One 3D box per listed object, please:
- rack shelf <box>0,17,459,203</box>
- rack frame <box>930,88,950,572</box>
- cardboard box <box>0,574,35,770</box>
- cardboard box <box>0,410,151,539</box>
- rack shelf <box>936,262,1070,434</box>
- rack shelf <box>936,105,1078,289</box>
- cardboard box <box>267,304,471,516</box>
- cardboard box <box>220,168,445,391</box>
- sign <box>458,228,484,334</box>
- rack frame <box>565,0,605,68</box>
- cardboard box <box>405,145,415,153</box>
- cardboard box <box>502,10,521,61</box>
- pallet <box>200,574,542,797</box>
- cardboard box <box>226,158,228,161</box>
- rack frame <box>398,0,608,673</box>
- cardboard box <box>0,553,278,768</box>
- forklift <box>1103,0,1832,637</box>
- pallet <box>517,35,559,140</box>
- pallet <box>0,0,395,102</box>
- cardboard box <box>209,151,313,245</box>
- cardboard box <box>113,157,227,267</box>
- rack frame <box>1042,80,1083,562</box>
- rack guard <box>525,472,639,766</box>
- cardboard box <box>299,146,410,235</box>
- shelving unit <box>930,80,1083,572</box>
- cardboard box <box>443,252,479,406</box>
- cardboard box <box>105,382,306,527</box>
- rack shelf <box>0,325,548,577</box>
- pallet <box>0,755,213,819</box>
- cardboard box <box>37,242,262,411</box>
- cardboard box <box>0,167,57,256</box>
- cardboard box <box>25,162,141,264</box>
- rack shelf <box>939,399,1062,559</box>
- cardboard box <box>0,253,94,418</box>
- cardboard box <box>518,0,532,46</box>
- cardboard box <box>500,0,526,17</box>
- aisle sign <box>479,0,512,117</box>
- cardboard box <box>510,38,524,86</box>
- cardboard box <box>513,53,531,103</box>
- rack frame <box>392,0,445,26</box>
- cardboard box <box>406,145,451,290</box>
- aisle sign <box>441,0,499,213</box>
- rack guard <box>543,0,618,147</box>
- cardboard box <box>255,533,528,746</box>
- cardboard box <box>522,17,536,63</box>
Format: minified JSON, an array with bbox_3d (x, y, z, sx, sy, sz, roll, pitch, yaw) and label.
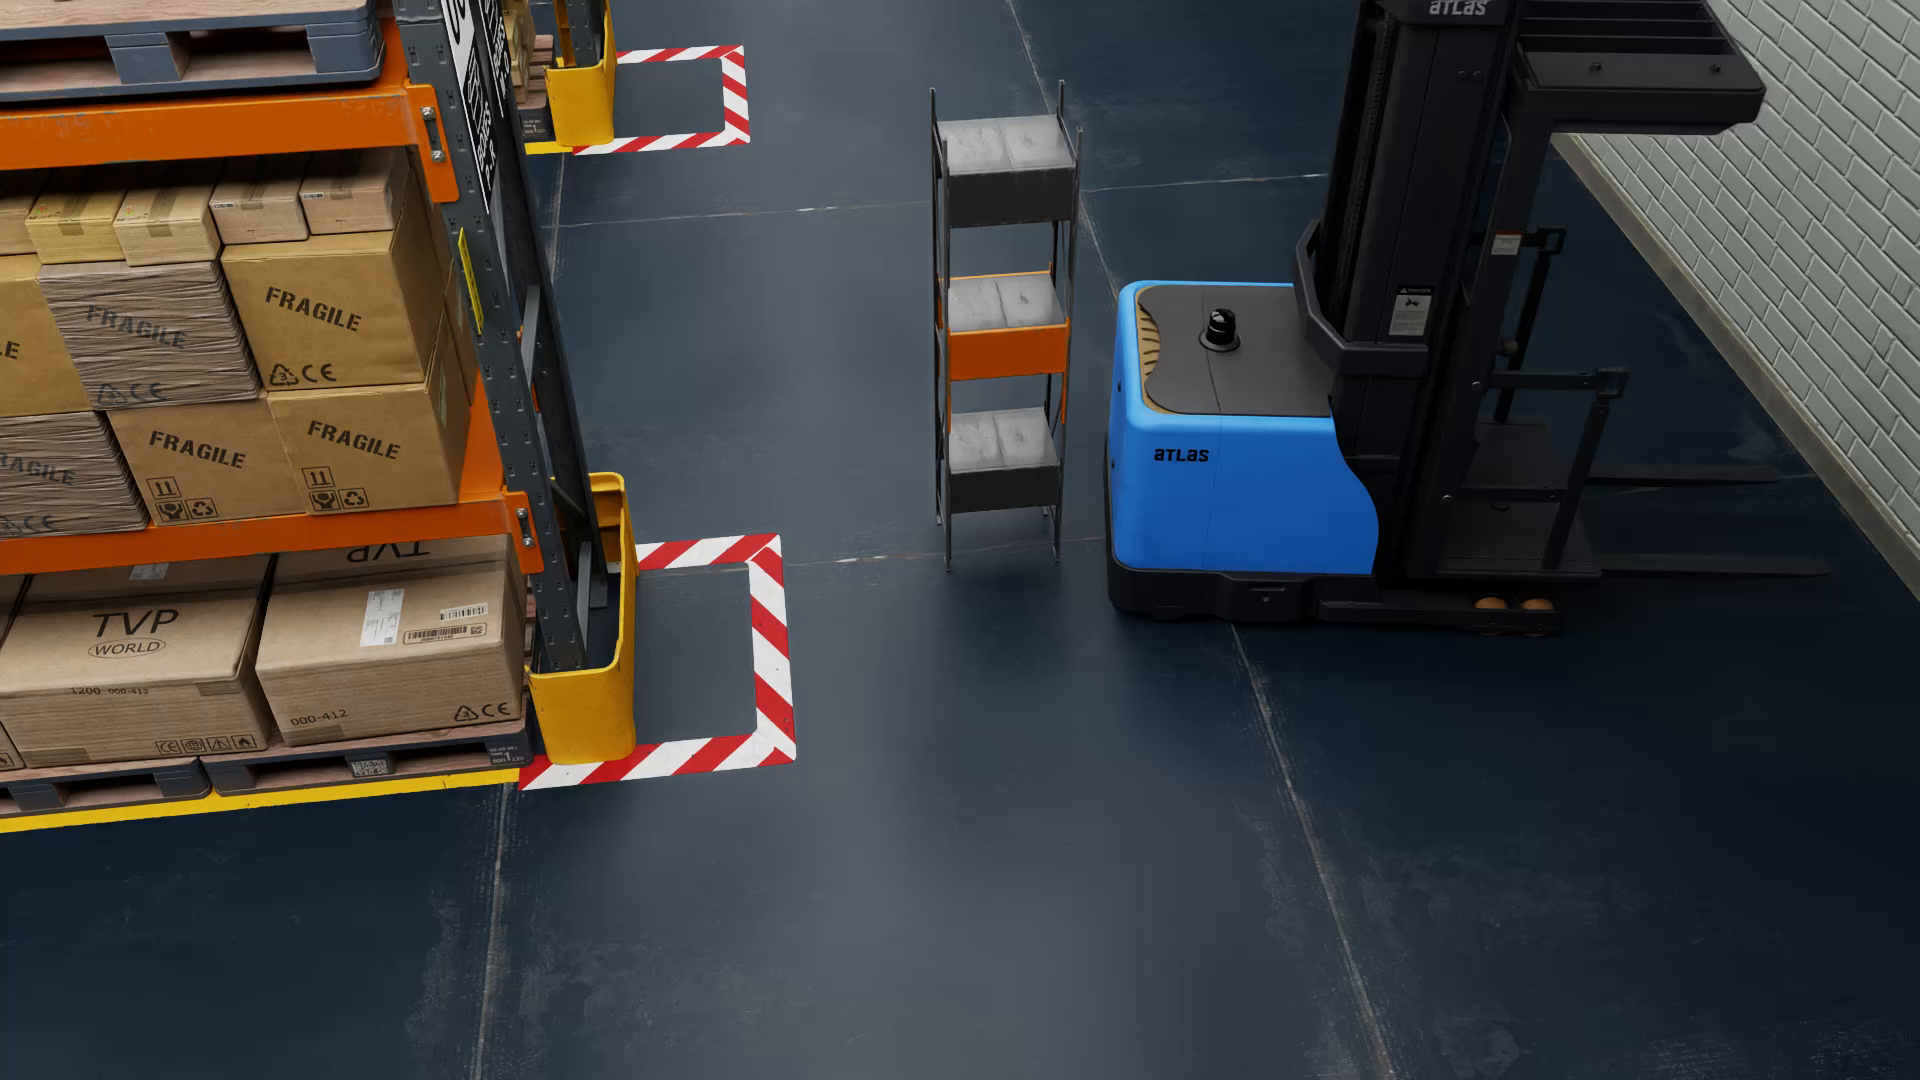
[{"bbox_3d":[-3.525,-1.303,4.967,4.000,0.370,1.077,-5,42,-6],"label":"rack shelf"},{"bbox_3d":[-0.078,-0.773,6.754,0.015,2.100,0.400,-5,42,-6],"label":"rack frame"},{"bbox_3d":[-3.984,0.452,6.324,0.875,0.438,0.875,-6,42,-7],"label":"cardboard box"},{"bbox_3d":[-2.994,-0.364,5.555,0.500,0.500,0.500,-4,42,-4],"label":"cardboard box"},{"bbox_3d":[0.164,-0.784,6.787,0.480,0.518,0.431,-5,42,-6],"label":"rack shelf"},{"bbox_3d":[0.164,-1.304,6.318,0.480,0.518,0.431,-5,42,-6],"label":"rack shelf"},{"bbox_3d":[-1.986,-0.449,5.649,0.500,0.500,0.500,-5,42,-5],"label":"cardboard box"},{"bbox_3d":[-1.989,-0.838,5.334,0.500,0.500,0.500,-4,42,-4],"label":"cardboard box"},{"bbox_3d":[-1.485,-0.786,5.056,0.005,0.325,0.100,-5,42,-6],"label":"sign"},{"bbox_3d":[-2.284,-3.908,9.559,0.127,3.000,1.000,-5,42,-6],"label":"rack frame"},{"bbox_3d":[-1.930,-1.432,5.508,0.250,0.149,0.380,-4,42,-5],"label":"cardboard box"},{"bbox_3d":[-2.776,-3.012,9.936,0.250,0.149,0.380,-5,42,-5],"label":"cardboard box"},{"bbox_3d":[-2.325,0.527,6.723,1.213,0.211,1.003,-5,42,-6],"label":"pallet"},{"bbox_3d":[-2.566,-1.136,5.664,0.500,0.500,0.500,-6,42,-7],"label":"cardboard box"},{"bbox_3d":[-1.542,-0.630,5.924,0.127,3.000,1.000,-5,42,-6],"label":"rack frame"},{"bbox_3d":[-3.090,0.375,6.410,0.875,0.438,0.875,-4,42,-4],"label":"cardboard box"},{"bbox_3d":[2.163,-1.047,6.437,3.031,2.935,1.130,1,42,2],"label":"forklift"},{"bbox_3d":[-3.169,-2.819,10.433,1.213,0.211,1.003,-5,42,-6],"label":"pallet"},{"bbox_3d":[-2.276,-1.639,4.870,1.213,0.211,1.003,-5,42,-6],"label":"pallet"},{"bbox_3d":[-2.120,-1.077,5.114,0.250,0.149,0.380,-4,42,-5],"label":"cardboard box"},{"bbox_3d":[-2.365,-0.999,5.027,0.250,0.149,0.380,-5,42,-6],"label":"cardboard box"},{"bbox_3d":[0.406,-0.815,6.801,0.015,2.100,0.400,-5,42,-6],"label":"rack frame"},{"bbox_3d":[-1.518,0.296,6.763,0.348,0.500,1.175,-5,42,-6],"label":"rack guard"},{"bbox_3d":[-1.872,-1.115,5.156,0.250,0.149,0.380,-4,42,-5],"label":"cardboard box"},{"bbox_3d":[0.164,-0.794,6.778,0.503,2.100,0.431,-5,42,-6],"label":"shelving unit"},{"bbox_3d":[-2.055,-0.816,6.055,0.500,0.500,0.500,-5,42,-6],"label":"cardboard box"},{"bbox_3d":[-2.485,-0.416,5.612,0.500,0.500,0.500,-6,42,-6],"label":"cardboard box"},{"bbox_3d":[-3.525,-0.189,5.972,4.000,0.370,1.077,-5,42,-6],"label":"rack shelf"},{"bbox_3d":[-3.532,0.631,6.608,1.213,0.211,1.003,-5,42,-6],"label":"pallet"},{"bbox_3d":[-2.503,-0.773,5.262,0.500,0.500,0.500,-5,42,-5],"label":"cardboard box"},{"bbox_3d":[-2.889,-1.028,5.060,0.250,0.149,0.380,-5,42,-6],"label":"cardboard box"},{"bbox_3d":[-2.621,-1.004,5.033,0.250,0.149,0.380,-4,42,-5],"label":"cardboard box"},{"bbox_3d":[0.164,-0.264,7.256,0.480,0.518,0.431,-5,42,-6],"label":"rack shelf"},{"bbox_3d":[-2.994,-0.732,5.216,0.500,0.500,0.500,-5,42,-6],"label":"cardboard box"},{"bbox_3d":[-2.837,-3.241,10.412,0.250,0.149,0.380,-3,42,-4],"label":"cardboard box"},{"bbox_3d":[-2.847,-3.407,10.373,0.250,0.149,0.380,-7,42,-7],"label":"cardboard box"},{"bbox_3d":[-1.508,-1.794,5.273,0.004,0.787,0.394,-5,42,-6],"label":"aisle sign"},{"bbox_3d":[-2.770,-2.881,10.012,0.250,0.149,0.380,-6,42,-7],"label":"cardboard box"},{"bbox_3d":[-2.779,-2.822,10.169,0.250,0.149,0.380,-4,42,-5],"label":"cardboard box"},{"bbox_3d":[-1.542,-2.857,3.914,0.127,3.000,1.000,-5,42,-6],"label":"rack frame"},{"bbox_3d":[-2.055,-1.186,5.719,0.500,0.500,0.500,-6,42,-6],"label":"cardboard box"},{"bbox_3d":[-1.430,-1.395,4.832,0.004,0.787,0.394,-5,42,-6],"label":"aisle sign"},{"bbox_3d":[-2.359,-2.974,10.389,0.348,0.500,1.175,-5,42,-6],"label":"rack guard"},{"bbox_3d":[-2.183,0.289,6.504,0.875,0.438,0.875,-6,42,-7],"label":"cardboard box"},{"bbox_3d":[-2.845,-3.173,10.558,0.250,0.149,0.380,-4,42,-5],"label":"cardboard box"}]
